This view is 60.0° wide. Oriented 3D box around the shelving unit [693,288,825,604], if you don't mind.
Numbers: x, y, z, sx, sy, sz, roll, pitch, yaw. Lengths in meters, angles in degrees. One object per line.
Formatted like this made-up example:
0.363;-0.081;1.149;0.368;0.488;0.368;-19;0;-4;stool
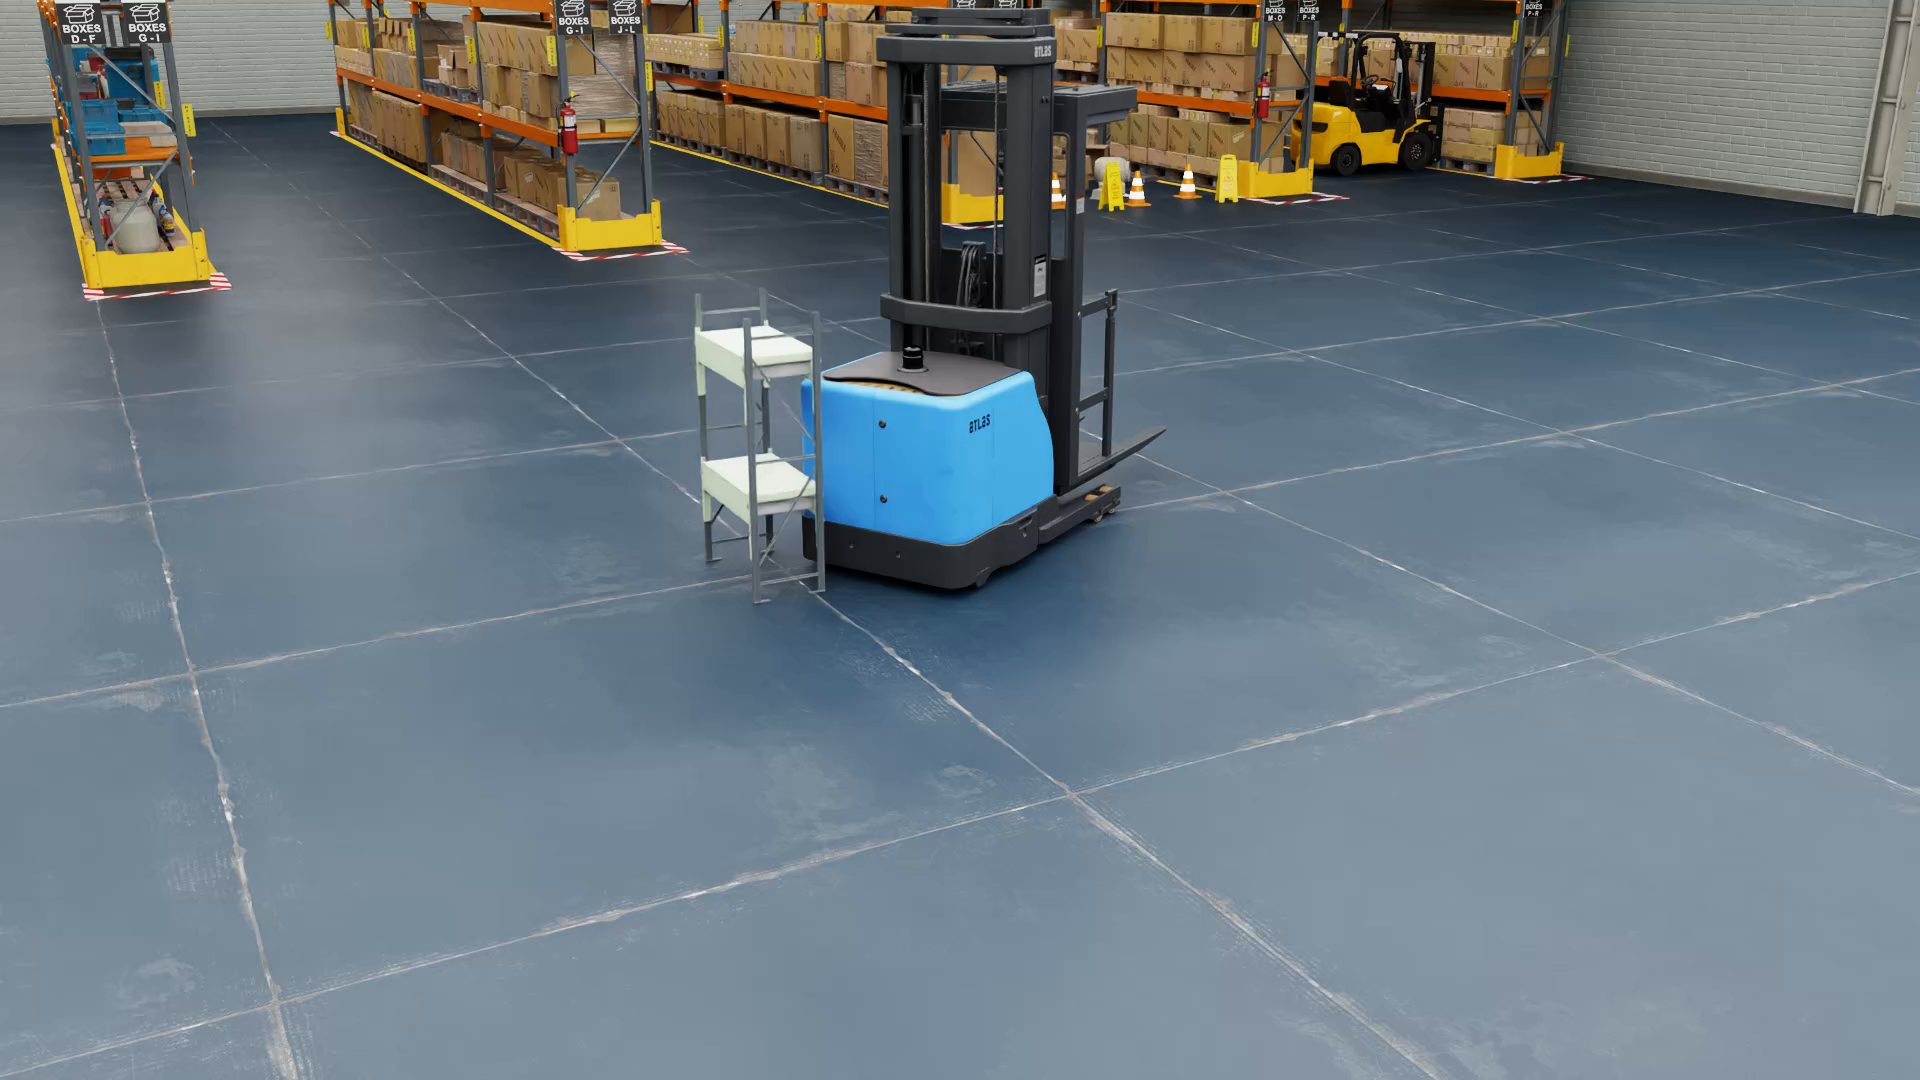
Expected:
-1.063;-0.513;8.815;0.431;1.500;0.755;-9;21;-26;shelving unit

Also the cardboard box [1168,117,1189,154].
3.522;-6.168;25.330;0.500;0.500;0.500;-11;22;-28;cardboard box

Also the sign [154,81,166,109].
-9.874;-5.489;20.516;0.100;0.325;0.005;-10;21;-27;sign

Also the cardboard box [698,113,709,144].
-4.277;-7.246;29.220;0.500;0.500;0.500;-9;21;-24;cardboard box

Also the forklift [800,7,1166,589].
0.321;-1.561;9.662;1.130;2.935;3.031;11;22;29;forklift

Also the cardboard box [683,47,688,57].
-4.616;-8.518;29.003;0.380;0.149;0.250;-10;21;-27;cardboard box

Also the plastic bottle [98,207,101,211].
-10.153;-3.808;19.576;0.097;0.271;0.097;0;19;0;plastic bottle

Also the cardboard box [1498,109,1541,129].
8.921;-6.739;26.601;0.500;0.250;0.500;-10;22;-27;cardboard box

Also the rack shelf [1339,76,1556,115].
8.033;-7.434;27.680;1.077;0.370;4.000;-10;21;-27;rack shelf

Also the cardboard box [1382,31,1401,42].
7.338;-8.483;28.012;0.380;0.149;0.250;-9;21;-25;cardboard box

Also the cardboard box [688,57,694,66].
-4.483;-8.299;28.824;0.380;0.149;0.250;-10;22;-27;cardboard box

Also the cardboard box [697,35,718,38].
-4.540;-9.057;30.110;0.380;0.149;0.250;-11;22;-28;cardboard box

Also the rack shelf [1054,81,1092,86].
1.767;-7.813;28.776;1.077;0.370;4.000;-10;21;-27;rack shelf

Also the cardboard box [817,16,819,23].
-2.752;-11.214;35.845;0.500;0.500;0.500;-11;22;-28;cardboard box

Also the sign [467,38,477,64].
-6.491;-6.504;22.106;0.100;0.325;0.005;-10;21;-27;sign

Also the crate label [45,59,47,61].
-16.234;-8.548;29.971;0.416;0.233;0.303;-10;21;-27;crate label

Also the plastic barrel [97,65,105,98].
-11.776;-6.403;23.379;0.600;0.536;0.708;-10;21;-27;plastic barrel

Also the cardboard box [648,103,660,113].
-5.788;-8.273;31.823;0.380;0.149;0.250;-9;21;-25;cardboard box

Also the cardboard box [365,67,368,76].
-10.359;-8.332;29.564;0.380;0.149;0.250;-10;21;-26;cardboard box

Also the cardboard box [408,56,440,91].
-8.356;-7.342;26.158;0.500;0.500;0.500;-9;21;-25;cardboard box

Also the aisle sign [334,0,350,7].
-12.001;-10.691;32.031;0.394;0.787;0.004;-10;21;-27;aisle sign

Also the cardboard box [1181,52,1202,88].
3.648;-7.020;24.767;0.500;0.500;0.500;-10;21;-27;cardboard box

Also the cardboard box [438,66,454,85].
-7.310;-6.803;24.333;0.500;0.250;0.500;-11;22;-28;cardboard box

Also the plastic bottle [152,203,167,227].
-9.486;-3.861;19.724;0.152;0.276;0.135;-10;21;-26;plastic bottle

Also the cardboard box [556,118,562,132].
-4.540;-4.898;19.613;0.380;0.149;0.250;-10;21;-27;cardboard box

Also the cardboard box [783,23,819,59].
-2.318;-7.737;25.768;0.700;0.500;0.500;-10;21;-26;cardboard box

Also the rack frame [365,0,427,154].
-9.803;-8.340;29.202;1.000;3.000;0.127;-10;21;-27;rack frame

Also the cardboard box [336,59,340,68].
-11.824;-9.216;32.127;0.380;0.149;0.250;-10;21;-26;cardboard box

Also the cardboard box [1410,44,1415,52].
7.586;-8.198;27.643;0.380;0.149;0.250;-11;22;-28;cardboard box

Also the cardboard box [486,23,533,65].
-5.776;-6.392;21.415;0.500;0.500;0.500;-10;21;-27;cardboard box

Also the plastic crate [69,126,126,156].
-8.965;-4.155;17.302;0.499;0.251;0.616;-10;21;-27;plastic crate

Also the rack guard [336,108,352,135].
-11.714;-8.314;32.958;1.175;0.500;0.348;-10;21;-27;rack guard

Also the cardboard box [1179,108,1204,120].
3.533;-6.423;25.075;0.380;0.149;0.250;-9;21;-24;cardboard box

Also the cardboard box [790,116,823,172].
-1.965;-6.082;25.464;1.050;0.750;0.750;-10;21;-27;cardboard box

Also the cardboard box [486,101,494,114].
-6.060;-5.743;22.060;0.380;0.149;0.250;-10;21;-27;cardboard box

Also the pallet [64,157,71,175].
-13.832;-6.027;26.773;1.003;0.211;1.213;-10;21;-27;pallet

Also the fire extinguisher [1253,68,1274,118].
4.265;-6.289;23.378;0.296;0.674;0.183;-10;21;-27;fire extinguisher

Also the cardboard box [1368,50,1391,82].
7.327;-8.081;28.298;0.500;0.500;0.500;-10;21;-26;cardboard box

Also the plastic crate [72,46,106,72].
-15.738;-8.699;30.096;0.616;0.435;0.499;-10;21;-27;plastic crate

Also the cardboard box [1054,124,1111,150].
2.121;-6.891;28.387;0.950;0.372;0.625;-9;21;-23;cardboard box

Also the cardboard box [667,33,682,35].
-5.404;-9.448;31.805;0.500;0.500;0.500;-10;22;-28;cardboard box

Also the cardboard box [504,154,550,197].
-5.850;-4.939;22.535;0.500;0.500;0.500;-11;22;-28;cardboard box

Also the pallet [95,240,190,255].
-8.922;-3.058;18.171;1.003;0.211;1.213;-10;21;-27;pallet

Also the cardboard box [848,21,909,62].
-1.083;-7.113;23.761;0.875;0.550;0.550;-10;21;-27;cardboard box

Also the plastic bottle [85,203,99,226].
-10.256;-3.882;19.669;0.144;0.351;0.185;-11;22;-29;plastic bottle

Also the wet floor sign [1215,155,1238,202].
3.765;-5.097;23.413;0.267;0.644;0.232;-3;19;-8;wet floor sign

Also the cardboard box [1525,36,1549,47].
9.012;-7.824;26.103;0.380;0.149;0.250;-10;22;-28;cardboard box

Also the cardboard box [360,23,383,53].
-10.257;-8.855;29.318;0.500;0.500;0.500;-9;21;-25;cardboard box

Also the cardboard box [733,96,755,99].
-3.846;-7.683;29.338;0.500;0.250;0.500;-10;22;-27;cardboard box

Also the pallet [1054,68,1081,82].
1.794;-8.074;28.726;1.003;0.211;1.213;-10;21;-27;pallet

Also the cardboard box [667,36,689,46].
-4.993;-8.885;29.611;0.380;0.149;0.250;-9;21;-25;cardboard box

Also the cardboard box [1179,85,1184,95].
3.542;-6.827;25.204;0.380;0.149;0.250;-10;21;-27;cardboard box

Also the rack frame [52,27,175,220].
-10.363;-5.276;20.323;1.000;3.000;0.127;-10;21;-27;rack frame

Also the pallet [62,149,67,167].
-14.545;-6.460;28.028;1.003;0.211;1.213;-10;21;-27;pallet

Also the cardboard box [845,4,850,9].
-2.189;-11.186;34.768;0.380;0.149;0.250;-10;21;-27;cardboard box

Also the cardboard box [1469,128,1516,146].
8.477;-6.426;26.462;0.500;0.250;0.500;-10;22;-27;cardboard box

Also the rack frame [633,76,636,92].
-7.290;-10.228;34.672;1.000;3.000;0.127;-10;21;-27;rack frame
